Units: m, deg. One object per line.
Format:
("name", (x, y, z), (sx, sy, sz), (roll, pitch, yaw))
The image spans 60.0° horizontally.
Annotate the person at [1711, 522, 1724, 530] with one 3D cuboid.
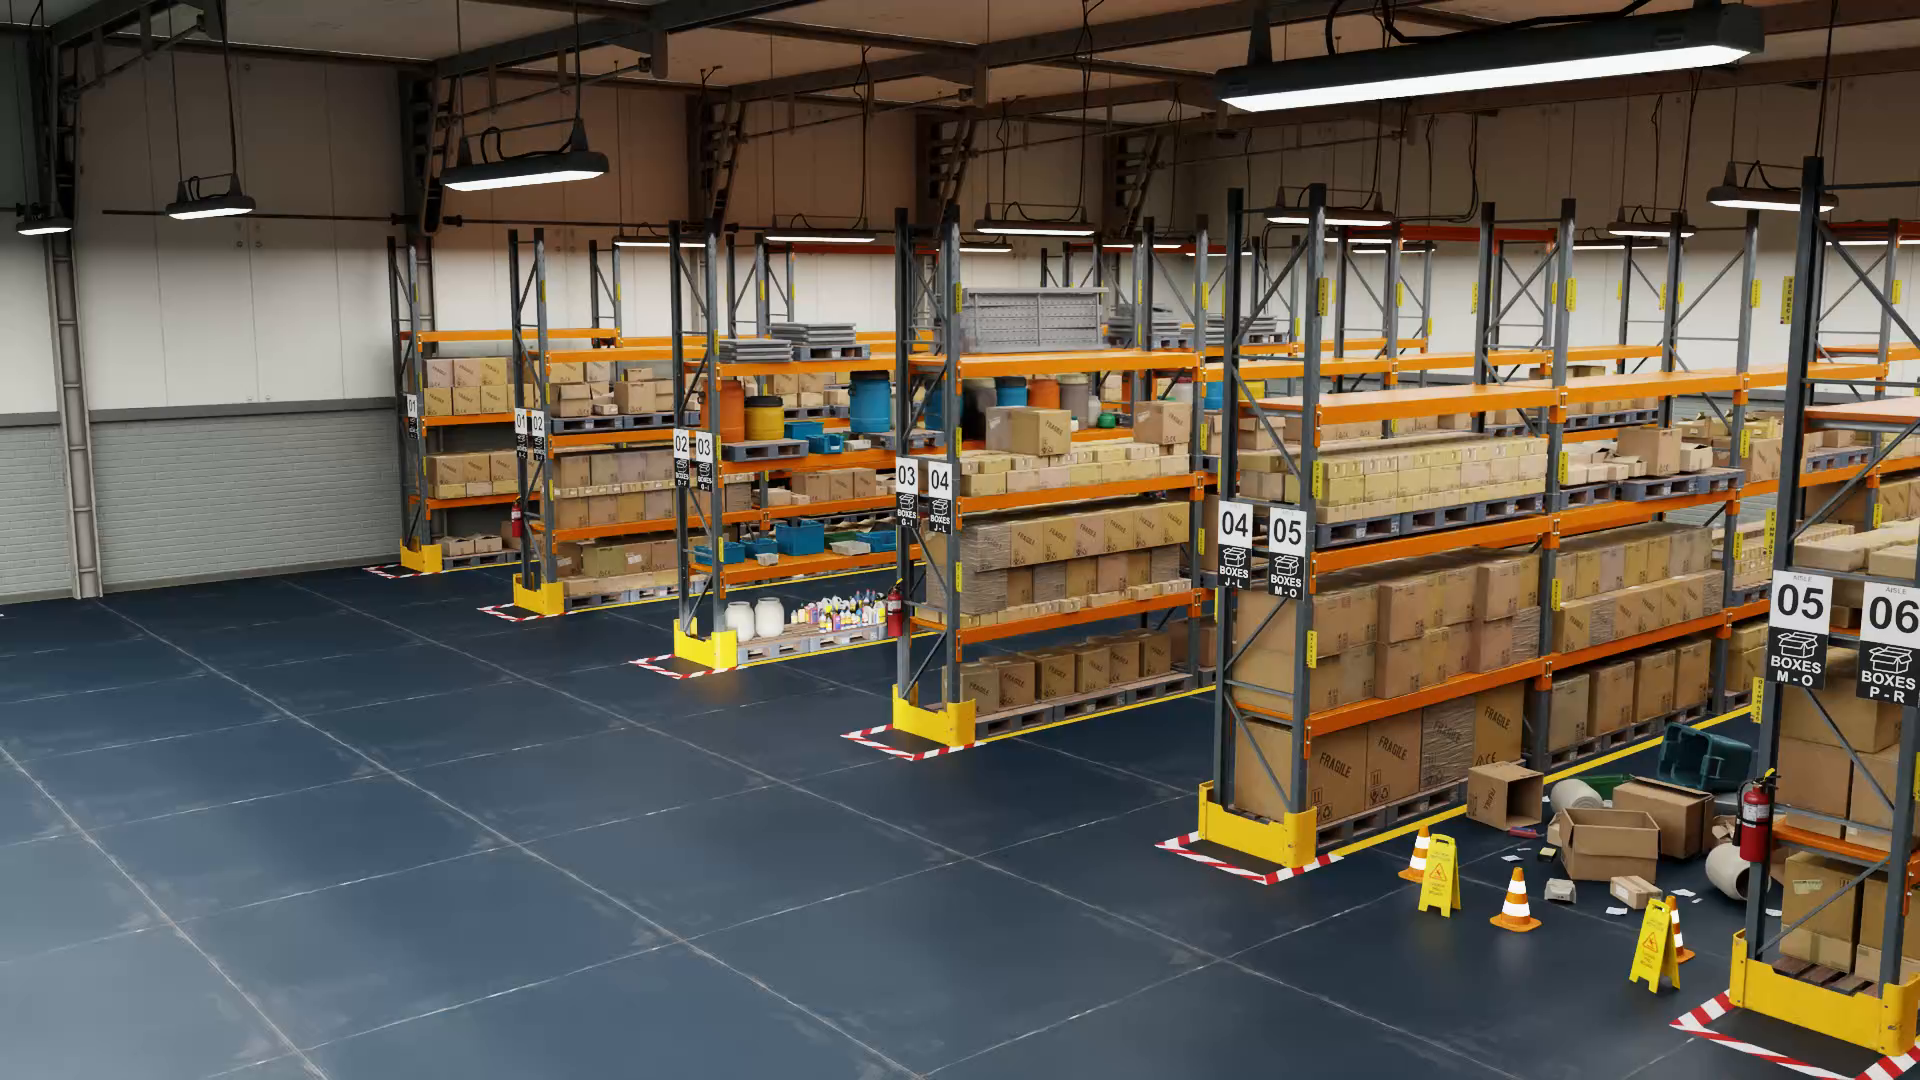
("person", (11.171, 0.513, 24.555), (0.727, 1.573, 0.622), (-7, 12, -40))
